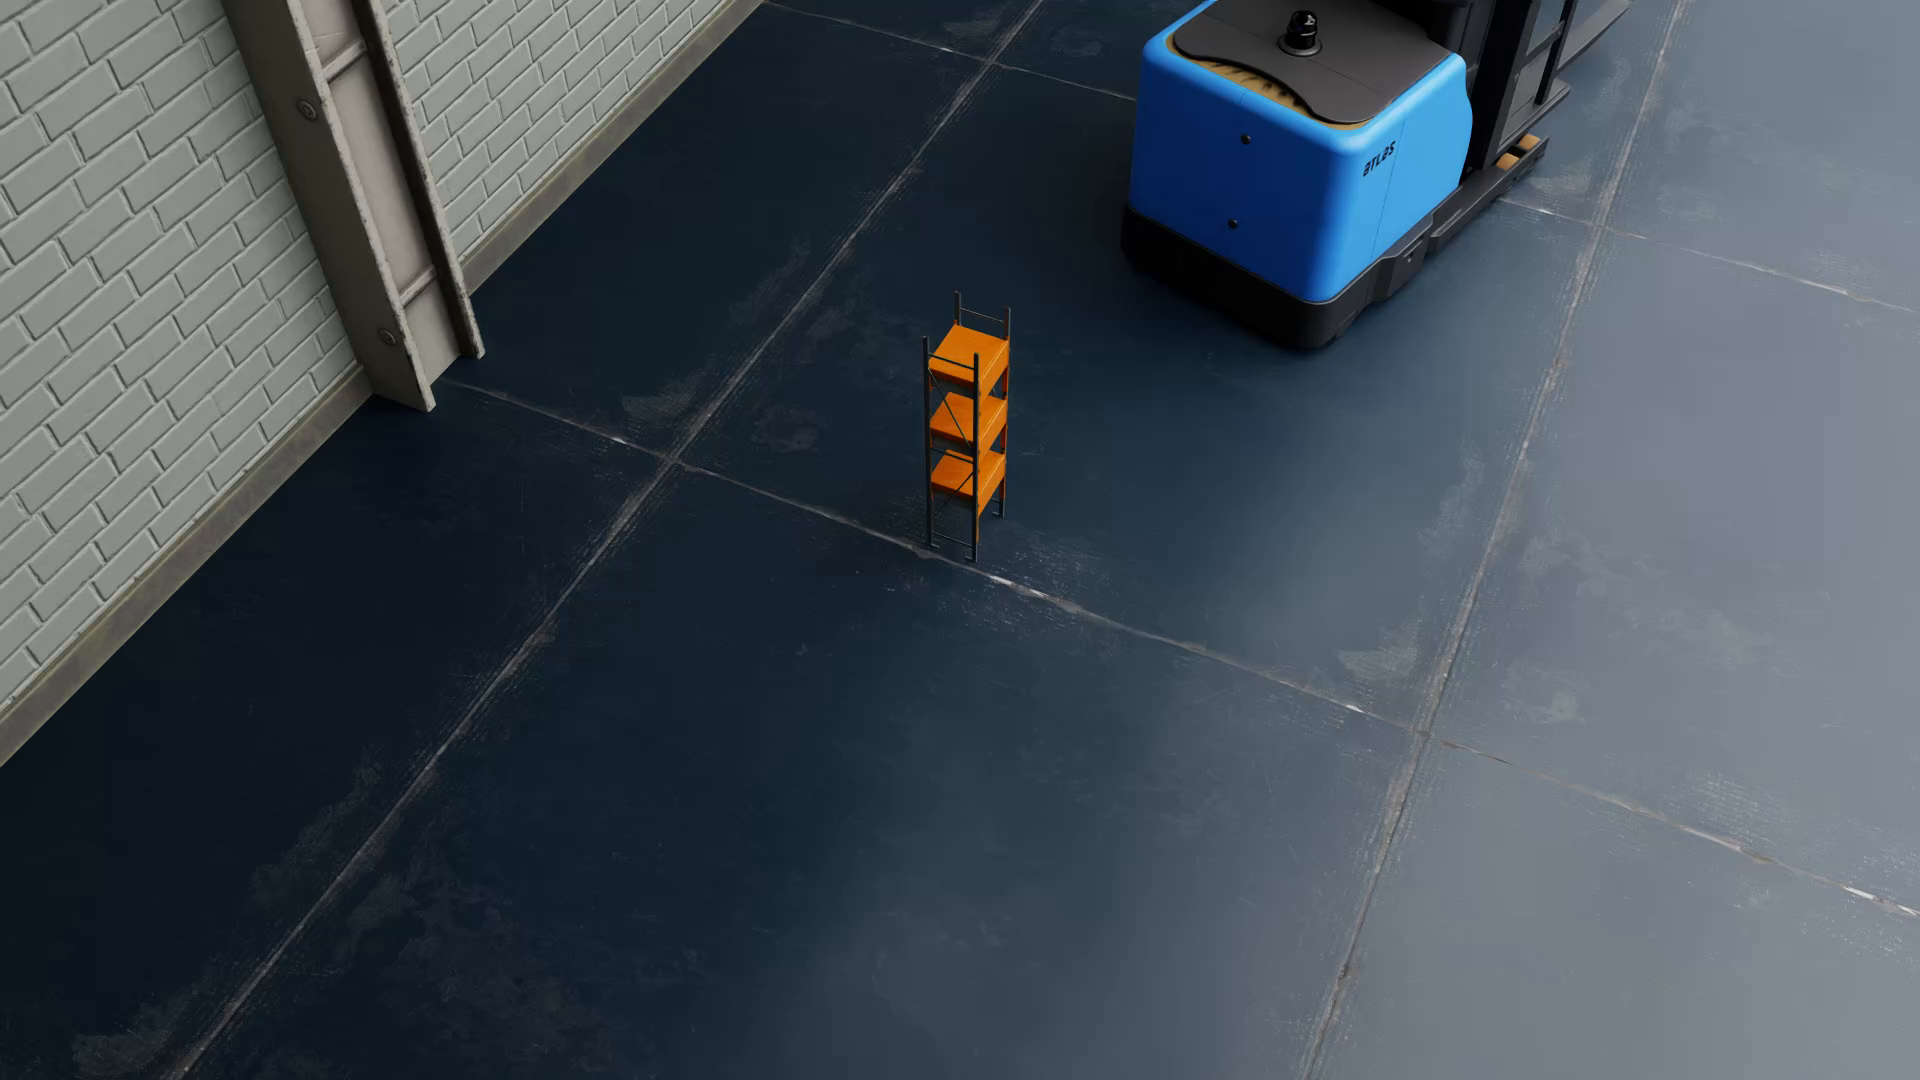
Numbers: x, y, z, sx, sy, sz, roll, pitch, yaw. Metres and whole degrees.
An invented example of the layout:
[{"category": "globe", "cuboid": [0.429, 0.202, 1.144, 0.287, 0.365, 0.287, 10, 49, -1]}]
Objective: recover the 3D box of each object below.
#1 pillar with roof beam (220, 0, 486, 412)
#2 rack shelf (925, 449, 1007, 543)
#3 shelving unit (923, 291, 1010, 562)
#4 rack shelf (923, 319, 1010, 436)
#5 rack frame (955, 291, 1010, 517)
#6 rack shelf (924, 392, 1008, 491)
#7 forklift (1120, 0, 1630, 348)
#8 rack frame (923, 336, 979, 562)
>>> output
[{"category": "pillar with roof beam", "cuboid": [1.700, -2.214, 2.225, 9.100, 9.000, 0.400, 20, 52, 16]}, {"category": "rack shelf", "cuboid": [0.023, -0.190, 6.101, 0.215, 0.259, 0.240, 20, 52, 16]}, {"category": "shelving unit", "cuboid": [0.023, -0.377, 5.882, 0.215, 1.050, 0.252, 20, 52, 16]}, {"category": "rack shelf", "cuboid": [0.023, -0.554, 5.673, 0.215, 0.259, 0.240, 20, 52, 16]}, {"category": "rack frame", "cuboid": [0.075, -0.461, 5.953, 0.200, 1.050, 0.008, 20, 52, 16]}, {"category": "rack shelf", "cuboid": [0.023, -0.370, 5.890, 0.215, 0.259, 0.240, 20, 52, 16]}, {"category": "forklift", "cuboid": [2.057, -2.781, 6.692, 1.130, 2.935, 3.031, 34, 58, 26]}, {"category": "rack frame", "cuboid": [-0.029, -0.293, 5.810, 0.200, 1.050, 0.008, 20, 52, 16]}]
